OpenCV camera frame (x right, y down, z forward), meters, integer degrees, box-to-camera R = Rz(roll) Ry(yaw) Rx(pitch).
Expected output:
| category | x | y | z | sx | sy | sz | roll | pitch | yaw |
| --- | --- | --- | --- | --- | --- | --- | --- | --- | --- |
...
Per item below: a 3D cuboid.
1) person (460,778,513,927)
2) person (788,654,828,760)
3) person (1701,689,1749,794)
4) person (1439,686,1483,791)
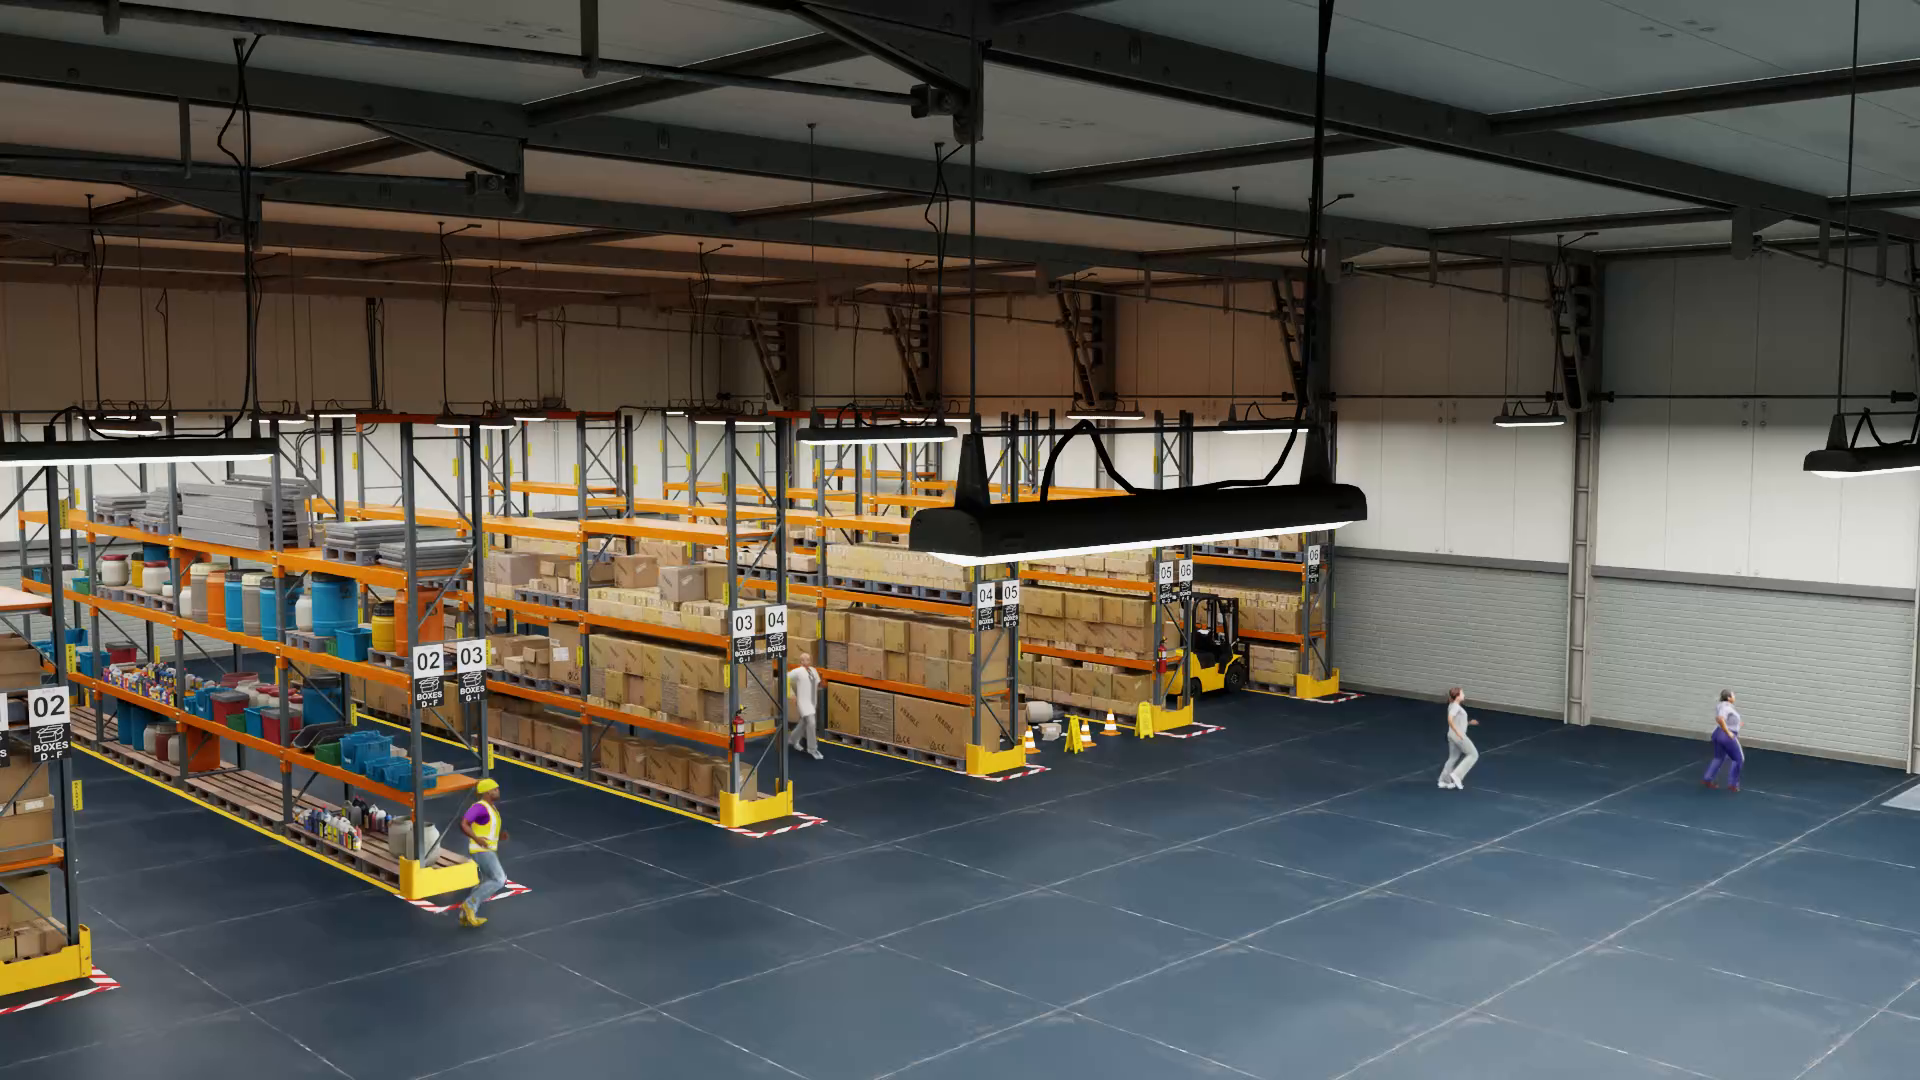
| category | x | y | z | sx | sy | sz | roll | pitch | yaw |
| --- | --- | --- | --- | --- | --- | --- | --- | --- | --- |
| person | -5.700 | 3.734 | 20.055 | 0.612 | 1.710 | 0.742 | -1 | 5 | -8 |
| person | -2.668 | 2.891 | 29.167 | 0.995 | 1.805 | 0.688 | 3 | 6 | 34 |
| person | 12.245 | 3.228 | 26.547 | 0.706 | 1.692 | 0.596 | 0 | 5 | 1 |
| person | 8.060 | 3.180 | 26.709 | 0.688 | 1.680 | 0.539 | 0 | 5 | -2 |
